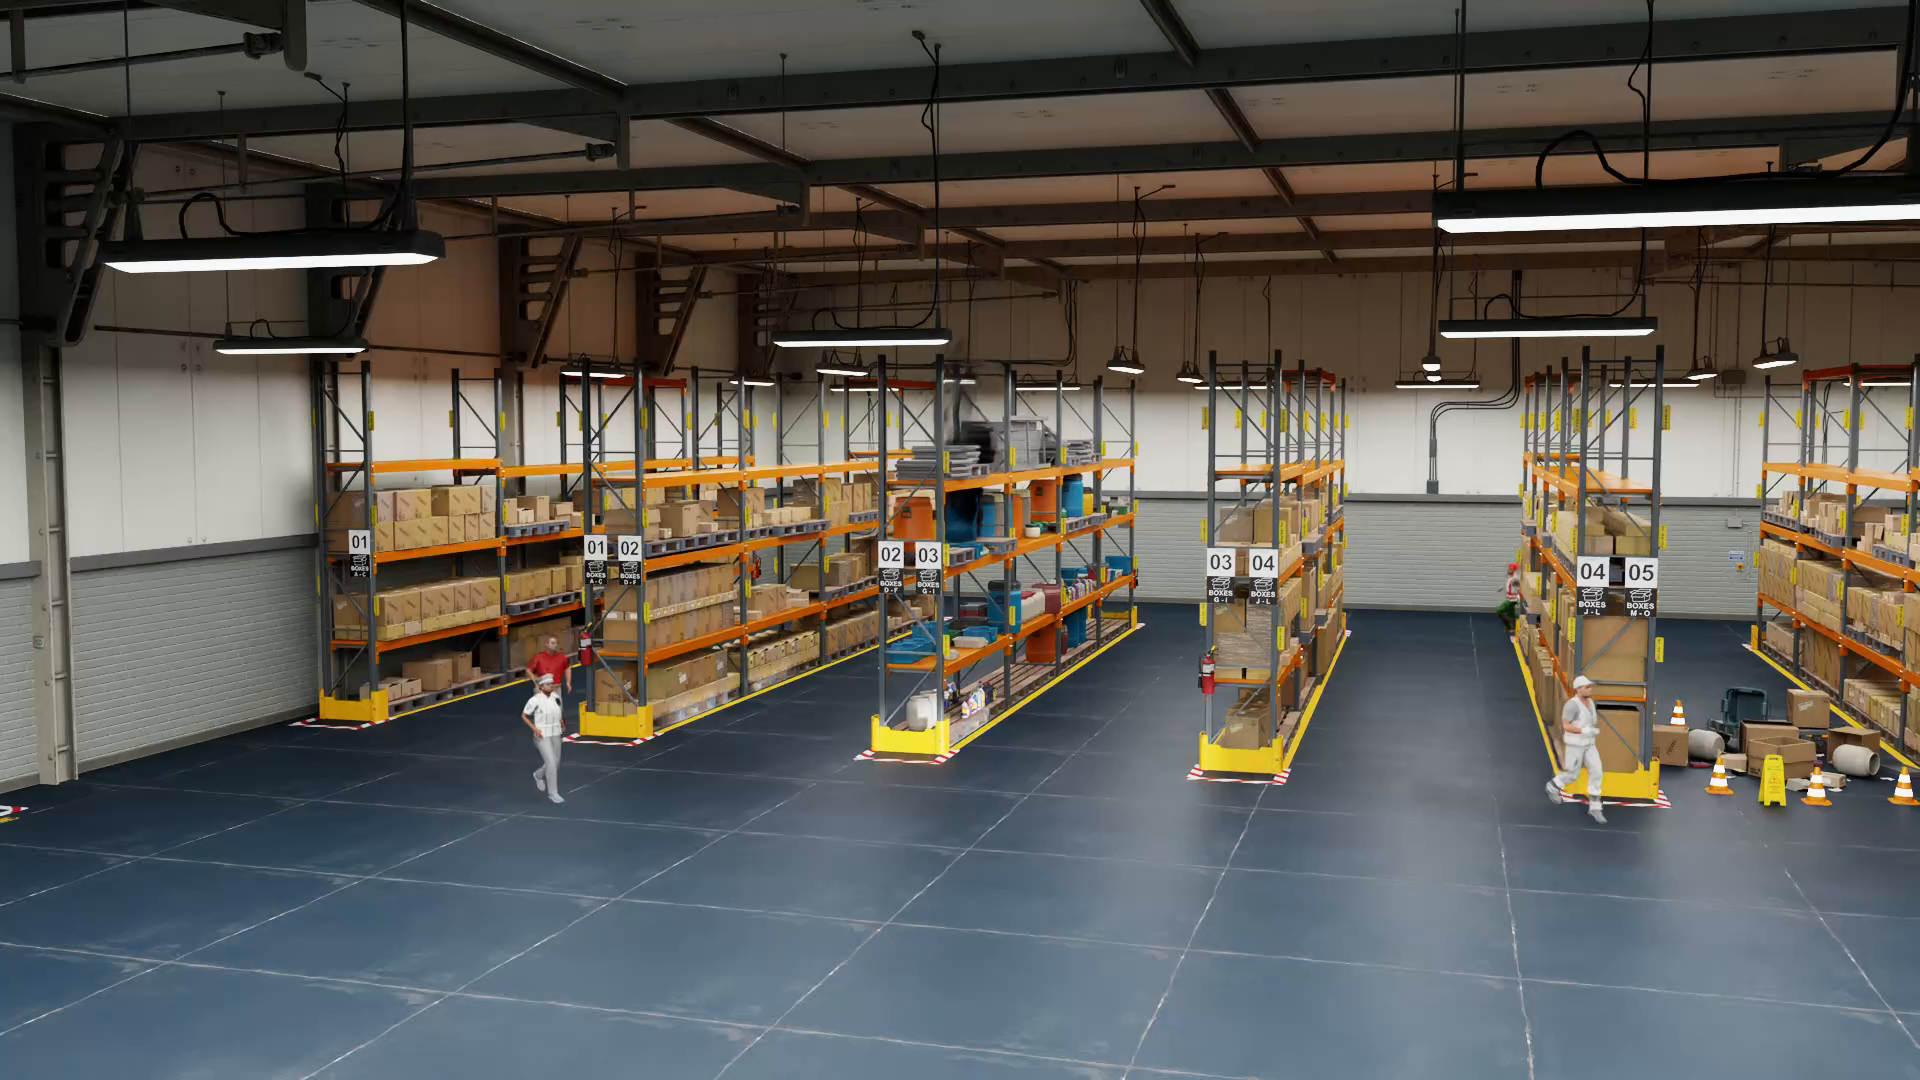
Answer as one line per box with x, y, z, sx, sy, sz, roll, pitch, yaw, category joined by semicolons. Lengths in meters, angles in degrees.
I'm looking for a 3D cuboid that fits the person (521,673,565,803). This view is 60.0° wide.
-5.492;2.595;21.998;0.727;1.695;0.585;3;5;40;person

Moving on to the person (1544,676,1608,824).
7.816;2.621;21.056;0.692;1.831;0.952;-3;5;-33;person

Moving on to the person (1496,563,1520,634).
12.909;1.377;38.919;0.689;1.709;0.784;0;4;3;person

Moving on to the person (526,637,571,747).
-6.292;2.337;25.563;0.733;1.691;0.577;-2;5;-29;person
